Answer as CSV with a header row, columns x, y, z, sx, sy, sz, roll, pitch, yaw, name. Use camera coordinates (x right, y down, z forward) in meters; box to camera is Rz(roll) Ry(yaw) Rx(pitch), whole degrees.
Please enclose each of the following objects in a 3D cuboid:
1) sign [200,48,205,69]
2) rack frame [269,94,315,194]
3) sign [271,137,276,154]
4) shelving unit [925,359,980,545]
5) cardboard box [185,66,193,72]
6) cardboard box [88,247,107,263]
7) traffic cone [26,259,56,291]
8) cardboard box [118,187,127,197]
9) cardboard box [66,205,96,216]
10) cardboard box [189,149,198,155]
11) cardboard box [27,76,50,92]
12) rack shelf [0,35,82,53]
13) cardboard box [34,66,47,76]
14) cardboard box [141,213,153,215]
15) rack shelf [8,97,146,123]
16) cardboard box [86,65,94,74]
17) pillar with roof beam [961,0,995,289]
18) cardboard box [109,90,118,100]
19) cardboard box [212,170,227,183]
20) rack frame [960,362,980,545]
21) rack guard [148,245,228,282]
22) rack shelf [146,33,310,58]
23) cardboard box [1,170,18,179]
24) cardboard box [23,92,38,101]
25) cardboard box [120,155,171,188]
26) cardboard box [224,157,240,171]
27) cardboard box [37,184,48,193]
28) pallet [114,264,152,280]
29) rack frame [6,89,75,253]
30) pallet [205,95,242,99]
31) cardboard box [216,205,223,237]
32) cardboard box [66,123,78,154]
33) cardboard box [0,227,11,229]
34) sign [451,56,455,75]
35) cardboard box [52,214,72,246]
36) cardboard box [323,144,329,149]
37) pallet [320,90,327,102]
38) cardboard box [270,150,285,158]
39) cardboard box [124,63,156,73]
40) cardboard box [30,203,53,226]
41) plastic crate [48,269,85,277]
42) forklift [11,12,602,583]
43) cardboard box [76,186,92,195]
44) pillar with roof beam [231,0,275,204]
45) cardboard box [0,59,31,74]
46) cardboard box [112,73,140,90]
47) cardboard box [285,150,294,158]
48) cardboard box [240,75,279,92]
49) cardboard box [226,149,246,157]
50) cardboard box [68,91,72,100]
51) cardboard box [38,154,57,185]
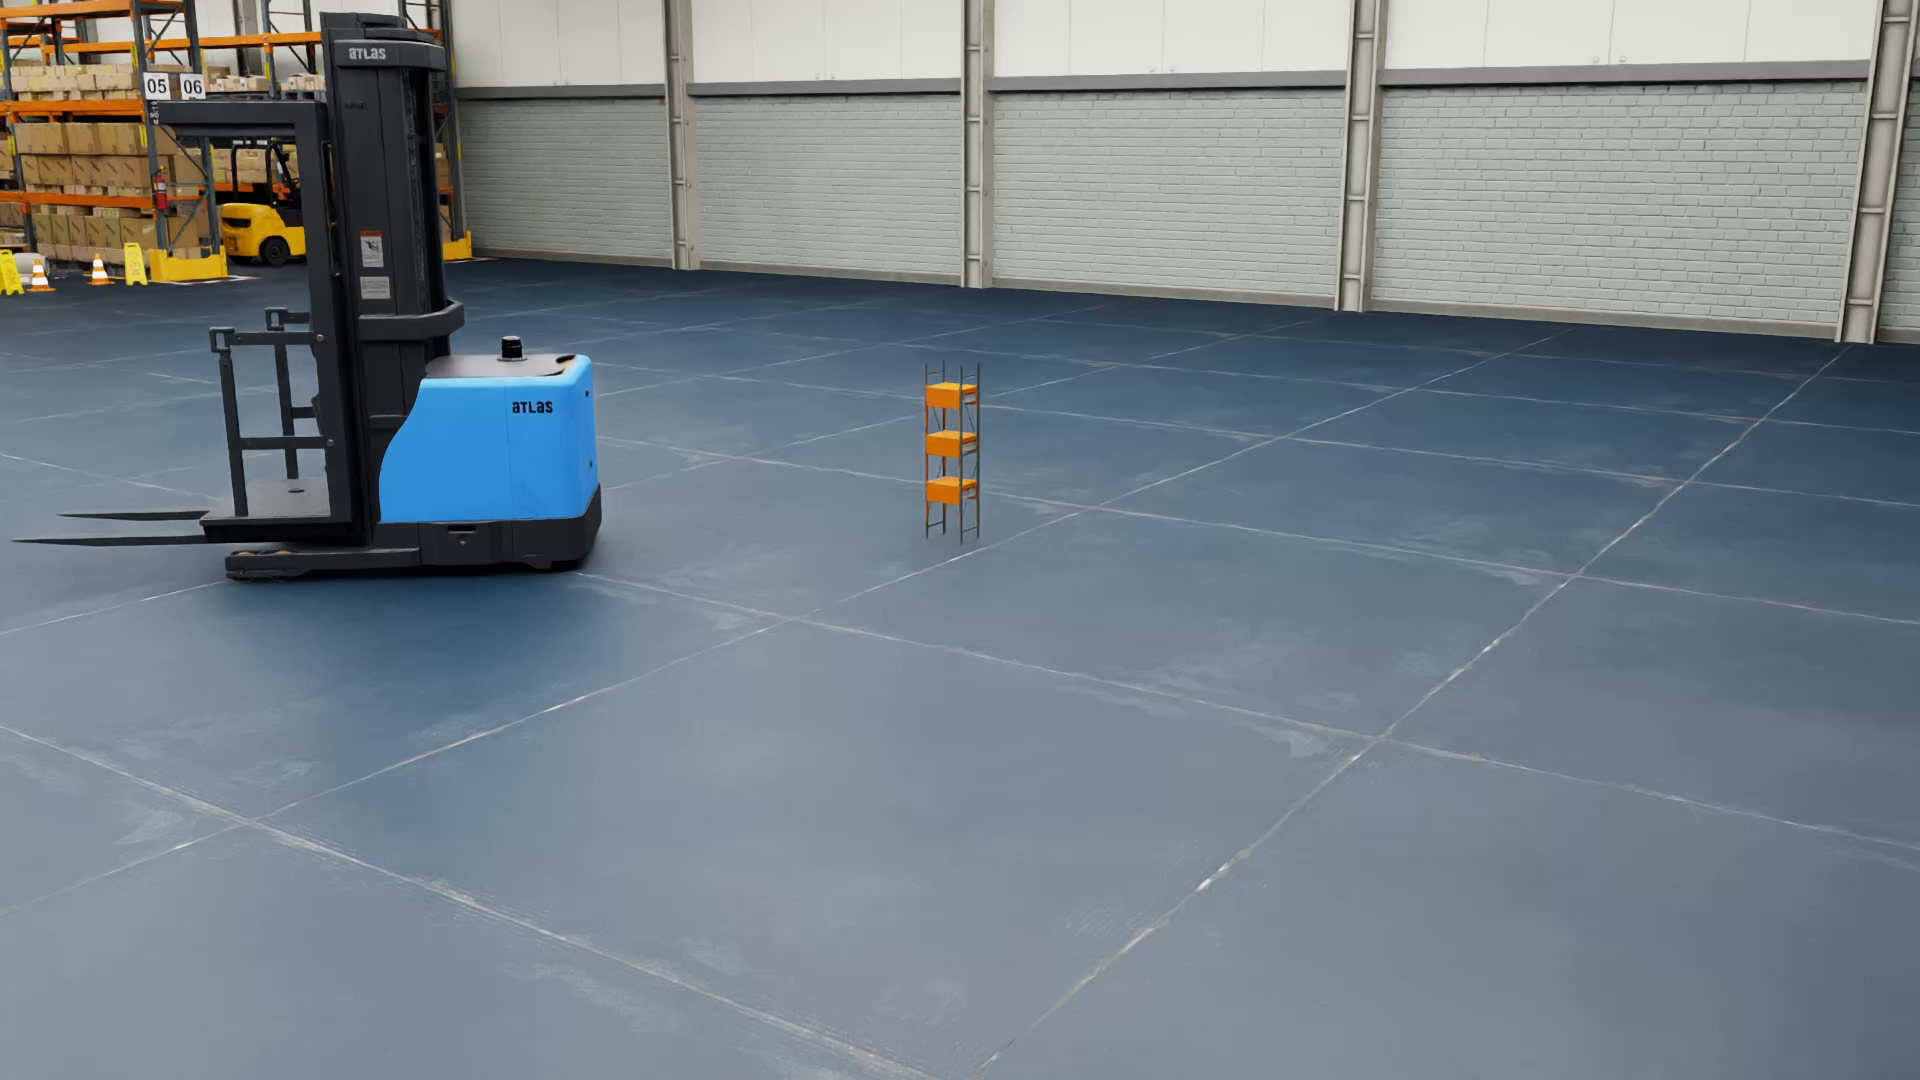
x,y,z,sx,sy,sz,roll,pitch,yaw,name
-12.086,-7.663,26.477,0.005,0.325,0.100,9,17,33,sign
-12.940,-7.201,32.672,0.127,3.000,1.000,9,17,33,rack frame
-13.235,-7.616,32.100,0.005,0.325,0.100,9,17,33,sign
-0.044,-0.517,9.726,0.252,1.050,0.215,9,17,33,shelving unit
-15.320,-9.301,33.623,0.500,0.500,0.700,9,16,32,cardboard box
-14.072,-4.739,27.572,0.500,0.250,0.500,8,16,31,cardboard box
-13.802,-3.977,24.925,0.334,0.463,0.336,9,17,33,traffic cone
-13.291,-5.611,26.769,0.250,0.149,0.380,9,16,32,cardboard box
-14.646,-5.493,27.710,0.250,0.149,0.380,10,17,36,cardboard box
-15.486,-7.902,33.946,0.250,0.149,0.380,9,17,33,cardboard box
-15.062,-7.558,27.563,0.500,0.250,0.500,9,17,32,cardboard box
-21.238,-11.104,37.456,4.000,0.370,1.077,9,17,33,rack shelf
-14.979,-7.718,27.381,0.250,0.149,0.380,9,17,32,cardboard box
-13.771,-5.212,27.925,0.500,0.500,0.500,10,17,34,cardboard box
-14.048,-7.050,27.314,4.000,0.370,1.077,9,17,33,rack shelf
-13.831,-7.574,26.799,0.250,0.149,0.380,9,16,31,cardboard box
-2.141,-7.383,20.919,0.400,9.000,9.100,9,17,33,pillar with roof beam
-13.267,-7.070,26.423,0.250,0.149,0.380,10,17,34,cardboard box
-14.752,-7.351,33.588,0.500,0.250,0.500,10,17,35,cardboard box
0.057,-0.500,9.660,0.008,1.050,0.200,9,17,33,rack frame
-12.451,-4.472,26.847,0.348,0.500,1.175,9,17,33,rack guard
-14.600,-9.838,33.169,4.000,0.370,1.077,9,17,33,rack shelf
-16.288,-6.307,28.708,0.250,0.149,0.380,9,17,34,cardboard box
-15.401,-7.408,27.786,0.250,0.149,0.380,9,17,33,cardboard box
-12.992,-5.886,26.529,0.500,0.500,0.500,9,16,32,cardboard box
-14.342,-7.523,33.245,0.500,0.250,0.500,10,17,34,cardboard box
-15.386,-5.960,28.178,0.250,0.149,0.380,10,17,34,cardboard box
-13.106,-4.447,27.350,1.213,0.211,1.003,9,17,33,pallet
-15.707,-6.211,28.672,0.127,3.000,1.000,9,17,33,rack frame
-14.717,-8.880,33.602,1.213,0.211,1.003,10,17,35,pallet
-14.644,-6.526,34.013,0.625,0.625,0.875,8,16,31,cardboard box
-14.167,-6.590,27.294,0.500,0.500,0.700,9,17,32,cardboard box
-17.946,-5.501,30.397,0.625,0.372,0.950,9,16,32,cardboard box
-9.306,-8.694,30.474,0.005,0.325,0.100,9,17,33,sign
-14.918,-5.242,28.044,0.500,0.500,0.500,10,17,35,cardboard box
-11.971,-7.473,31.594,0.250,0.149,0.380,9,16,32,cardboard box
-11.210,-8.342,31.219,1.213,0.211,1.003,9,17,33,pallet
-13.348,-7.566,32.588,0.250,0.149,0.380,10,17,35,cardboard box
-12.834,-7.382,26.024,0.250,0.149,0.380,9,17,33,cardboard box
-20.894,-7.439,37.958,0.500,0.500,0.700,8,16,31,cardboard box
-14.862,-4.420,27.512,0.583,0.080,0.402,3,14,14,plastic crate
-3.608,-1.325,9.078,3.031,2.935,1.130,-2,14,-6,forklift
-14.344,-5.781,27.459,0.250,0.149,0.380,9,17,33,cardboard box
-17.077,-9.796,30.670,0.400,9.000,9.100,9,17,33,pillar with roof beam
-16.259,-8.093,28.430,0.500,0.250,0.500,10,17,34,cardboard box
-12.963,-7.217,26.187,0.500,0.250,0.500,9,16,32,cardboard box
-12.823,-7.470,32.198,0.250,0.149,0.380,9,16,32,cardboard box
-13.677,-8.915,32.456,0.500,0.311,0.500,9,16,31,cardboard box
-14.424,-7.732,33.257,0.250,0.149,0.380,9,17,33,cardboard box
-14.304,-7.247,27.138,0.250,0.149,0.380,9,17,33,cardboard box
-15.068,-6.227,27.908,0.500,0.500,0.500,9,17,33,cardboard box
